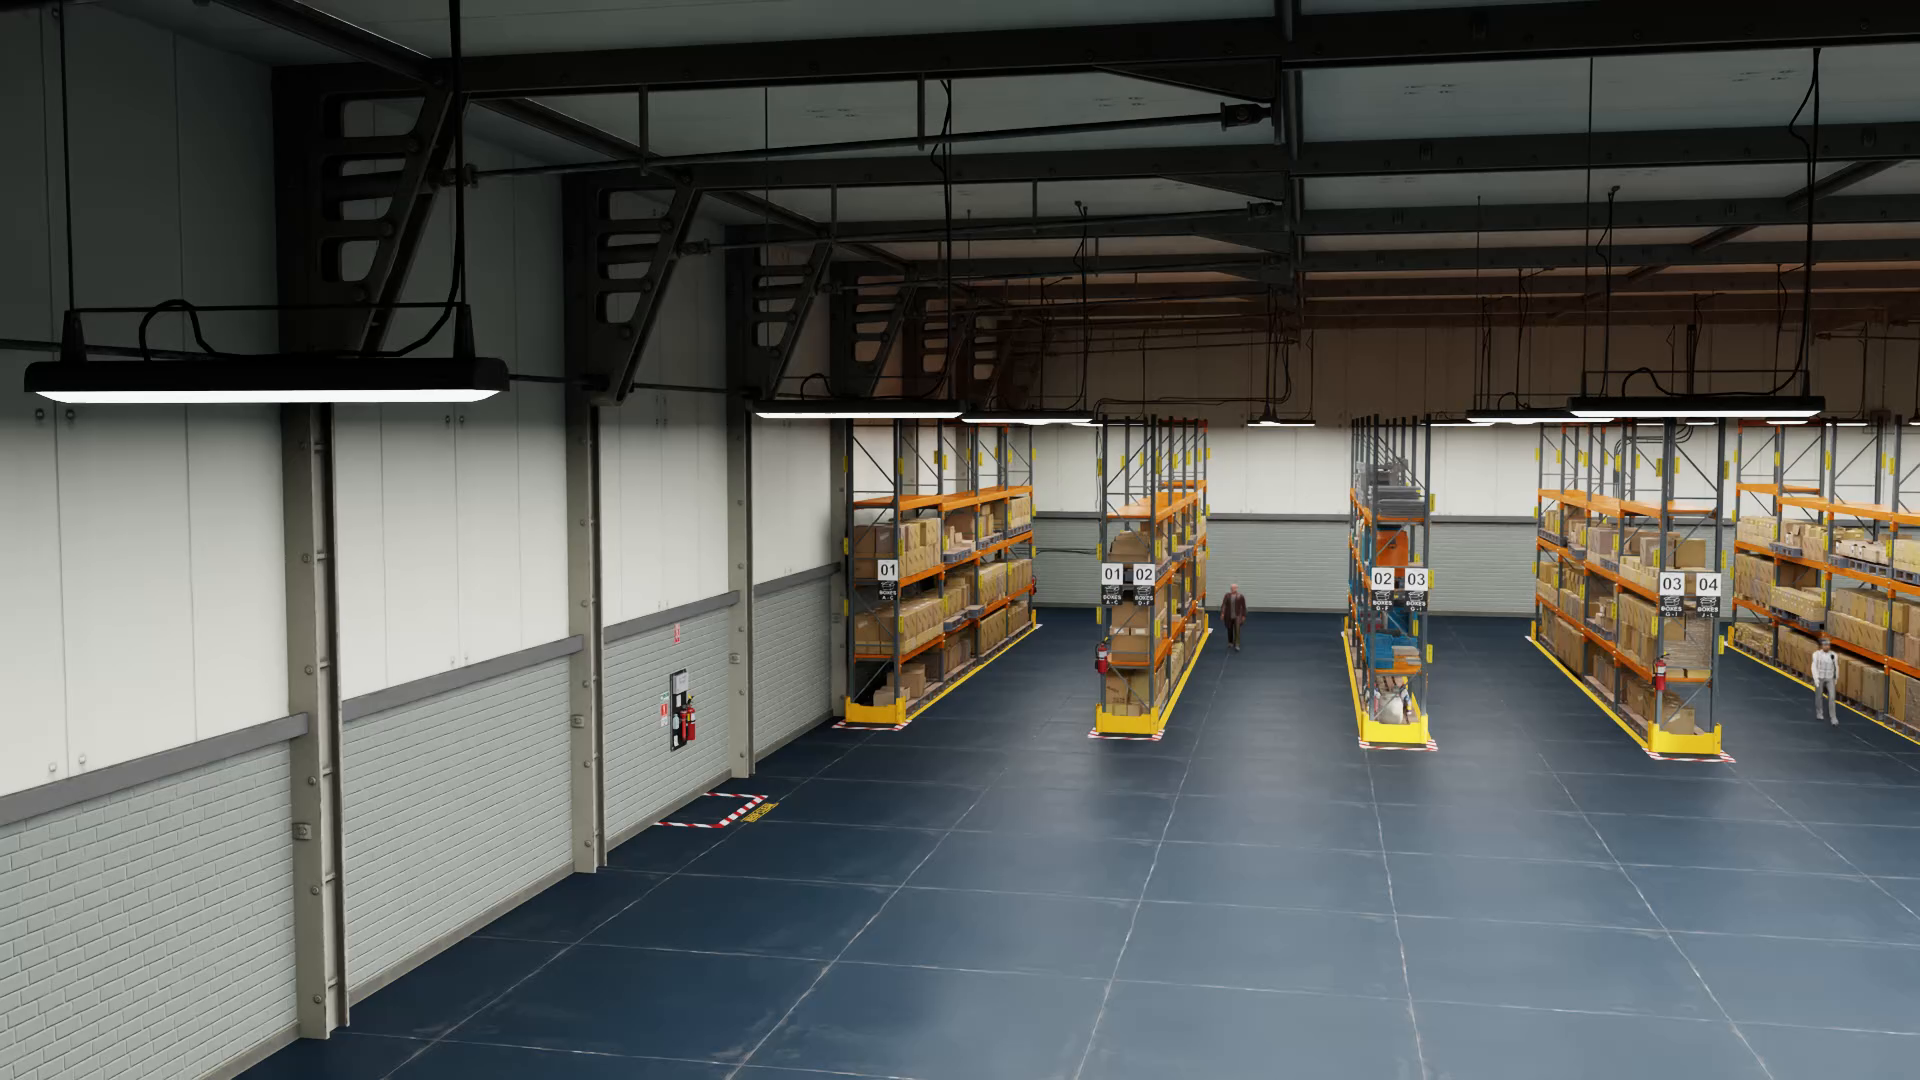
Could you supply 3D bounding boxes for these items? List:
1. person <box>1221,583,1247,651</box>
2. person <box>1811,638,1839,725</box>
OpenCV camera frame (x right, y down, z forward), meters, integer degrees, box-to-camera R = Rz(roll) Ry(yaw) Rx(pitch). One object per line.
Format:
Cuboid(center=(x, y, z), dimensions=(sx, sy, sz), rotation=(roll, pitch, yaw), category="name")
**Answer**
Cuboid(center=(7.085, 2.028, 43.061), dimensions=(0.666, 1.623, 1.169), rotation=(1, 4, 9), category="person")
Cuboid(center=(16.886, 2.720, 32.451), dimensions=(0.500, 1.633, 0.880), rotation=(2, 4, 24), category="person")
